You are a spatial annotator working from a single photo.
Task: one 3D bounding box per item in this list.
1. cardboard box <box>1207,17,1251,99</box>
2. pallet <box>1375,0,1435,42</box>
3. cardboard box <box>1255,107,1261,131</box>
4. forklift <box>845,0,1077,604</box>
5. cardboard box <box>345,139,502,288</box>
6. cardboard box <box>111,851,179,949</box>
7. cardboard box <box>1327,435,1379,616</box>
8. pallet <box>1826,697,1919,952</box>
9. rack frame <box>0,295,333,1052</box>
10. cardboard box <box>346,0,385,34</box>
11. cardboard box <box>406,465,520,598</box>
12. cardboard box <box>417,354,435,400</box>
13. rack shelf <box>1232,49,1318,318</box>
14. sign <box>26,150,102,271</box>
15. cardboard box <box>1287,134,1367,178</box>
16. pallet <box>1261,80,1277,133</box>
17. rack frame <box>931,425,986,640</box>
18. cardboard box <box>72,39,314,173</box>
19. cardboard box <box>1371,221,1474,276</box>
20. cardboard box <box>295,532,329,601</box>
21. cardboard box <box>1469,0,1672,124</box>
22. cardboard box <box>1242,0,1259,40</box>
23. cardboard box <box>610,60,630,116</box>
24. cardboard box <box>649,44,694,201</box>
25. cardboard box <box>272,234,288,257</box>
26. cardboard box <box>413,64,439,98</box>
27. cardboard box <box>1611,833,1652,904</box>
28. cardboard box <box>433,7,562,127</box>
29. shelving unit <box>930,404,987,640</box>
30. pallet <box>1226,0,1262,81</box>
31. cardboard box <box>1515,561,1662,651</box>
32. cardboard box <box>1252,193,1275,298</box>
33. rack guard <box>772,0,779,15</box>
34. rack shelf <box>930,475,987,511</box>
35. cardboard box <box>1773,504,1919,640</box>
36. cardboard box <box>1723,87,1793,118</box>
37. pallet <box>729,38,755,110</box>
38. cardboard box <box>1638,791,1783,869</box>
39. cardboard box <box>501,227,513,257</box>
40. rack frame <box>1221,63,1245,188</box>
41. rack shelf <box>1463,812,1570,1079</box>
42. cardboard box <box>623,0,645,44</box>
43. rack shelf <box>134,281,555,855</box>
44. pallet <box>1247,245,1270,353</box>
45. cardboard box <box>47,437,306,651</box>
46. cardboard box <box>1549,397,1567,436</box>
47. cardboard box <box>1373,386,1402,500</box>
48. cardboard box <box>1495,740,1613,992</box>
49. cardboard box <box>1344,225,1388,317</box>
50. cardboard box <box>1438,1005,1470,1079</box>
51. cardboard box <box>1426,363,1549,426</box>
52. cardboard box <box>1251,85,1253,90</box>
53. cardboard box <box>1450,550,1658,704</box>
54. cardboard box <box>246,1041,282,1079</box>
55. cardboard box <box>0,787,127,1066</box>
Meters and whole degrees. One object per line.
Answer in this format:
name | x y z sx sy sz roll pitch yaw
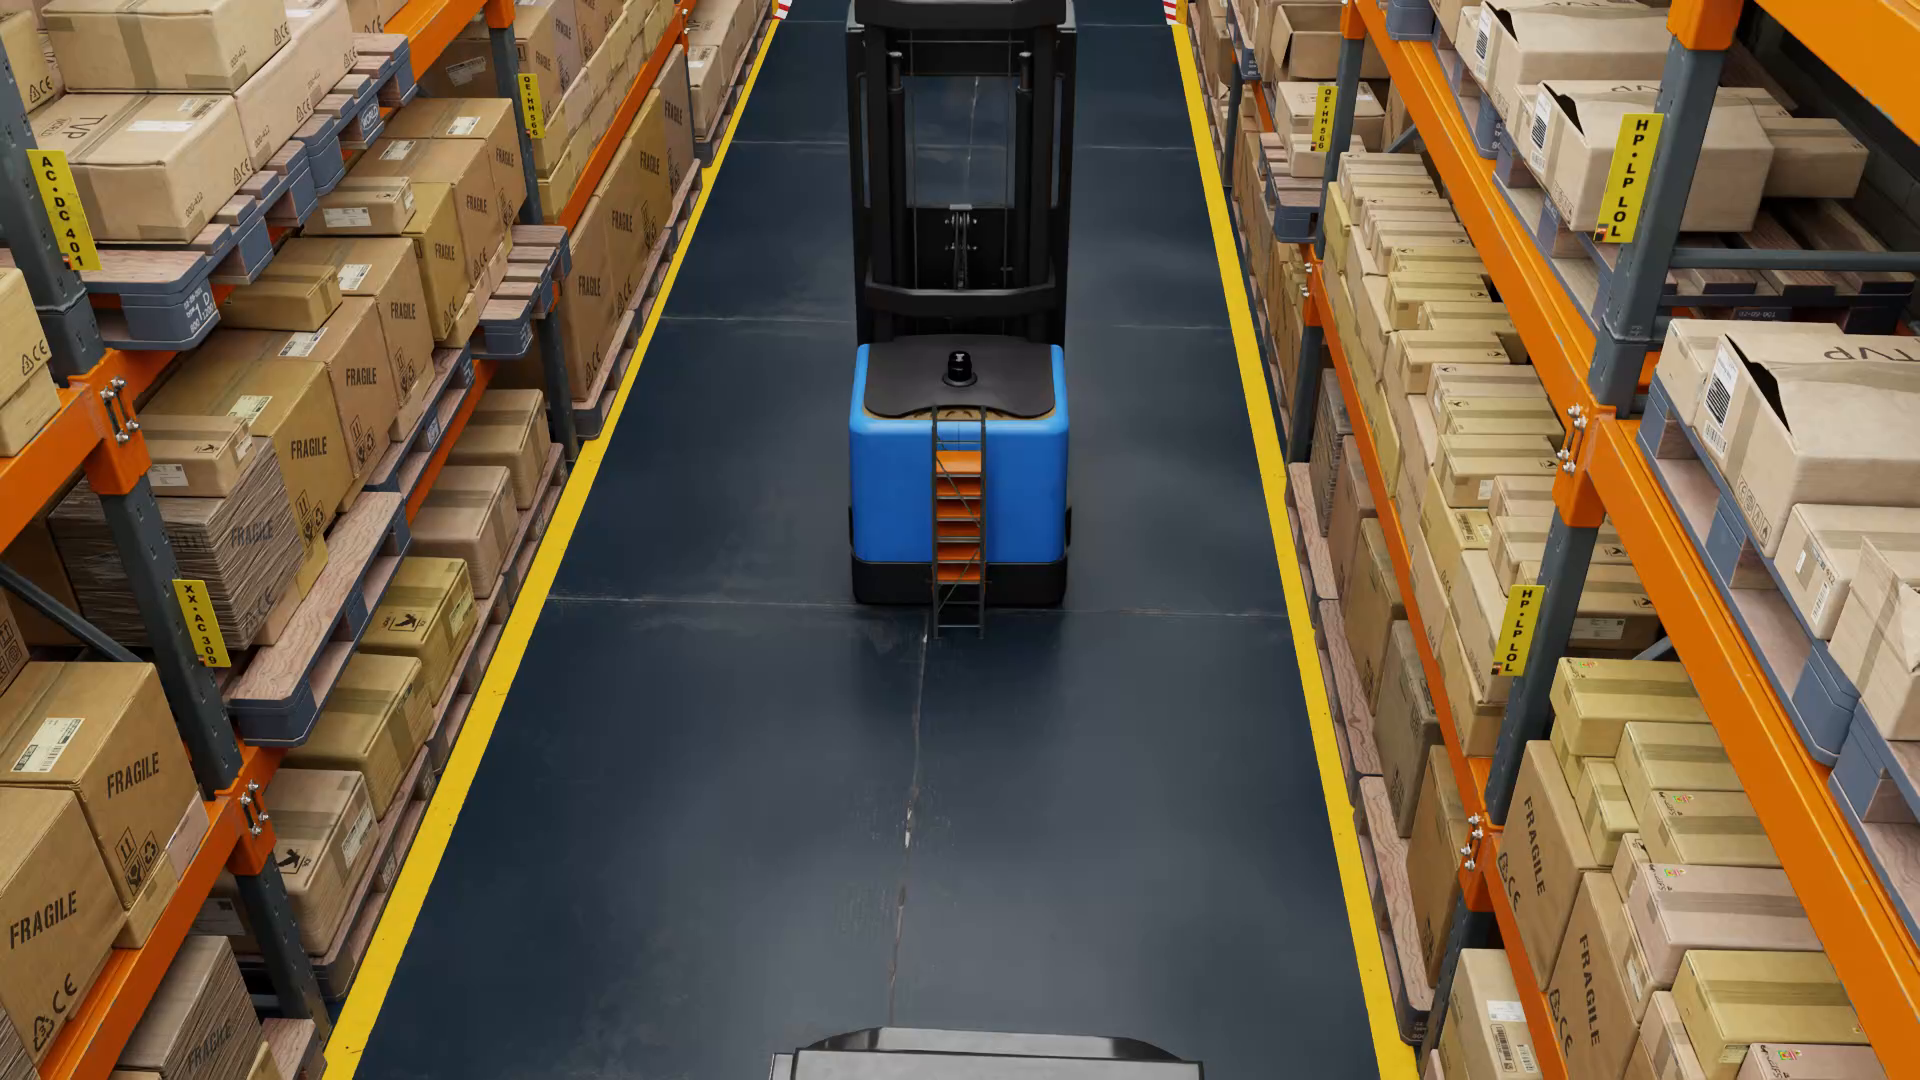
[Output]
cardboard box | 2.394 -3.897 13.441 0.700 0.500 0.500 0 35 0
pallet | 2.369 -2.346 6.980 1.213 0.211 1.003 3 35 4
cardboard box | 2.254 -2.940 11.514 0.380 0.149 0.250 0 35 1
forklift | 0.007 -1.701 8.567 1.130 2.935 3.031 0 35 0
cardboard box | -2.403 -1.470 7.468 0.500 0.500 0.500 1 35 1
cardboard box | -2.525 1.036 4.832 0.380 0.149 0.250 2 35 3
cardboard box | 2.250 -0.054 7.864 0.875 0.625 0.625 2 35 3
pallet | 2.086 0.709 2.546 1.003 0.211 1.213 1 35 2
rack frame | -2.813 0.598 5.236 1.000 3.000 0.127 1 35 2
cardboard box | -2.686 -2.093 6.366 0.797 0.503 0.637 1 35 2
cardboard box | -2.707 -0.049 8.076 0.950 0.372 0.625 1 35 1
cardboard box | -2.414 -0.684 6.913 0.380 0.149 0.250 0 35 0
rack shelf | 2.387 -2.443 10.188 1.077 0.370 4.000 1 35 2
sign | -2.271 -0.833 4.214 0.100 0.325 0.005 1 35 2
cardboard box | 1.950 -2.043 8.847 0.380 0.149 0.250 2 35 3
pallet | 2.381 -2.627 9.991 1.003 0.211 1.213 1 35 2
rack frame | -0.006 -0.012 7.669 0.240 1.200 0.006 0 35 0
cardboard box | -2.370 -1.358 5.175 0.500 0.250 0.500 1 35 1
cardboard box | 2.008 -1.266 7.237 0.380 0.149 0.250 2 35 2
cardboard box | -2.457 0.075 5.833 0.380 0.149 0.250 2 35 3
cardboard box | 1.963 -1.556 5.317 0.500 0.311 0.500 0 35 0
cardboard box | 2.204 -3.528 10.655 0.700 0.500 0.500 2 35 2
cardboard box | -2.336 -2.795 10.194 0.500 0.250 0.500 1 35 2
cardboard box | -2.437 -2.943 11.757 0.875 0.875 0.875 2 35 3
cardboard box | -2.958 -0.890 6.642 0.500 0.500 0.500 0 35 0
cardboard box | -2.893 -2.453 8.621 0.500 0.500 0.500 0 35 1
cardboard box | 1.879 0.880 4.183 0.380 0.149 0.250 1 35 2
cardboard box | -2.389 -2.428 8.585 0.500 0.500 0.500 0 35 0
shelving unit | -0.005 -0.064 7.744 0.258 1.200 0.189 0 35 0
pallet | 2.327 -3.351 11.022 1.003 0.211 1.213 1 35 2
cardboard box | 1.938 0.203 5.148 0.380 0.149 0.250 2 35 4
cardboard box | 2.160 -1.872 10.559 0.500 0.500 0.500 0 35 0
rack guard | -2.330 -5.288 15.785 1.175 0.500 0.348 1 35 2
rack shelf | -0.005 -0.224 7.631 0.258 0.103 0.180 0 35 0
cardboard box | 1.794 0.065 3.151 0.380 0.149 0.250 2 35 3
cardboard box | 2.267 -1.257 5.033 0.380 0.149 0.250 1 35 2
pallet | -2.337 -3.995 14.197 1.003 0.211 1.213 1 35 2
cardboard box | 1.916 0.758 4.099 0.380 0.149 0.250 1 35 1
cardboard box | -2.369 -1.420 7.961 0.380 0.149 0.250 2 35 3
rack frame | 2.468 -3.886 11.616 1.000 3.000 0.127 1 35 2
rack shelf | 2.066 2.154 3.648 1.077 0.370 4.000 1 35 2
cardboard box | -2.294 -3.298 10.475 0.500 0.250 0.500 2 35 3
rack shelf | -2.733 -0.257 7.078 1.077 0.370 4.000 1 35 2
pallet | 2.427 -1.574 10.752 1.003 0.211 1.213 1 35 2
cardboard box | -2.508 0.001 5.375 0.500 0.500 0.500 2 35 3
cardboard box | 2.485 -0.302 6.212 0.500 0.250 0.500 1 35 1
cardboard box | 1.984 -0.394 6.778 0.500 0.250 0.500 2 35 3
cardboard box | 1.868 0.918 4.693 0.500 0.500 0.500 0 35 1
cardboard box | 2.024 -1.194 7.482 0.500 0.250 0.500 2 35 3
cardboard box | 1.819 1.730 5.217 0.500 0.250 0.500 1 35 2
cardboard box | 1.960 -0.532 6.193 0.380 0.149 0.250 2 35 2
cardboard box | 2.248 -3.221 11.656 0.380 0.149 0.250 1 35 1
cardboard box | 1.911 0.279 5.386 0.500 0.250 0.500 1 35 1
cardboard box | -2.569 1.897 5.414 0.500 0.250 0.500 3 35 4
cardboard box | -2.597 0.992 4.330 0.500 0.500 0.500 2 35 3
